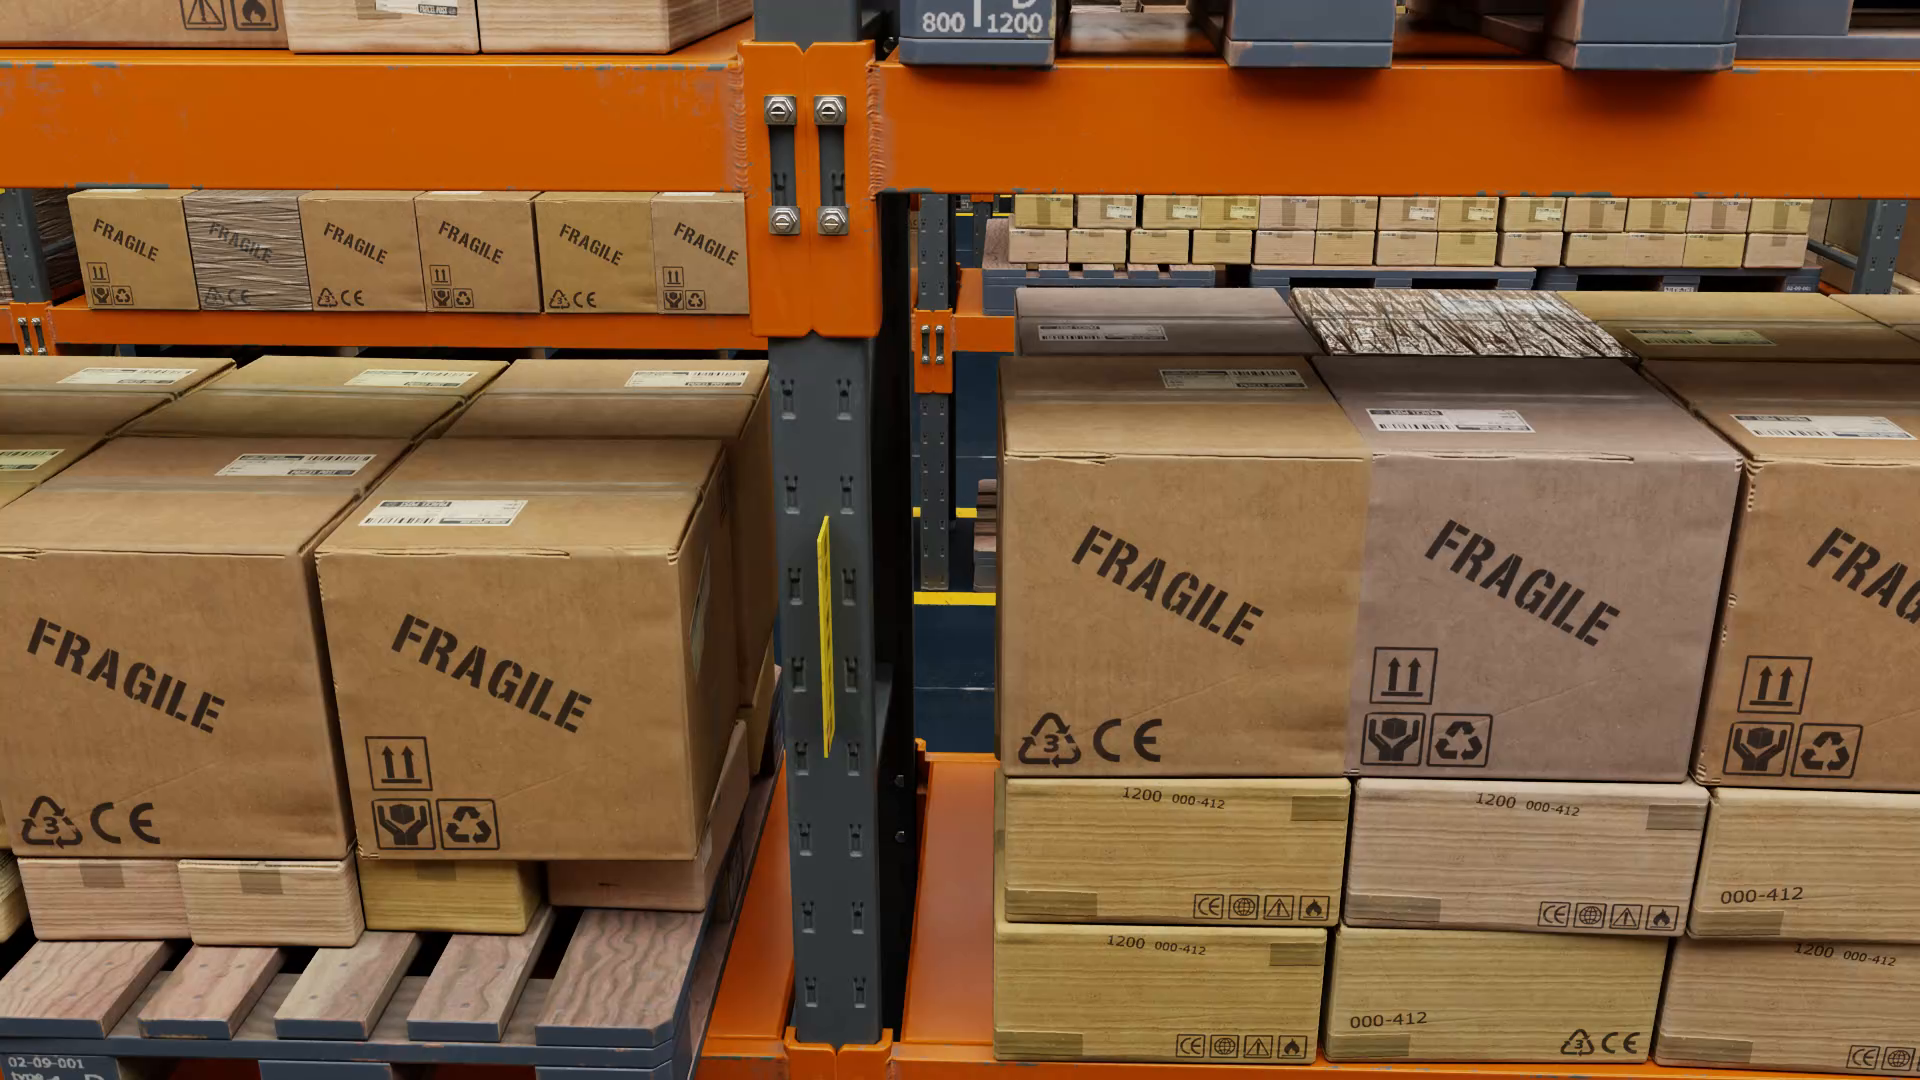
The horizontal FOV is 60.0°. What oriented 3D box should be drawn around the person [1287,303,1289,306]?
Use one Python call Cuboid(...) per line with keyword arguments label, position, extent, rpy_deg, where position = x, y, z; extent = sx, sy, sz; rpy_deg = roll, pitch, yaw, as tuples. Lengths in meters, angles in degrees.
Cuboid(label="person", position=(1.289, -0.123, 6.406), extent=(0.446, 1.601, 0.453), rpy_deg=(0, 21, 1))
